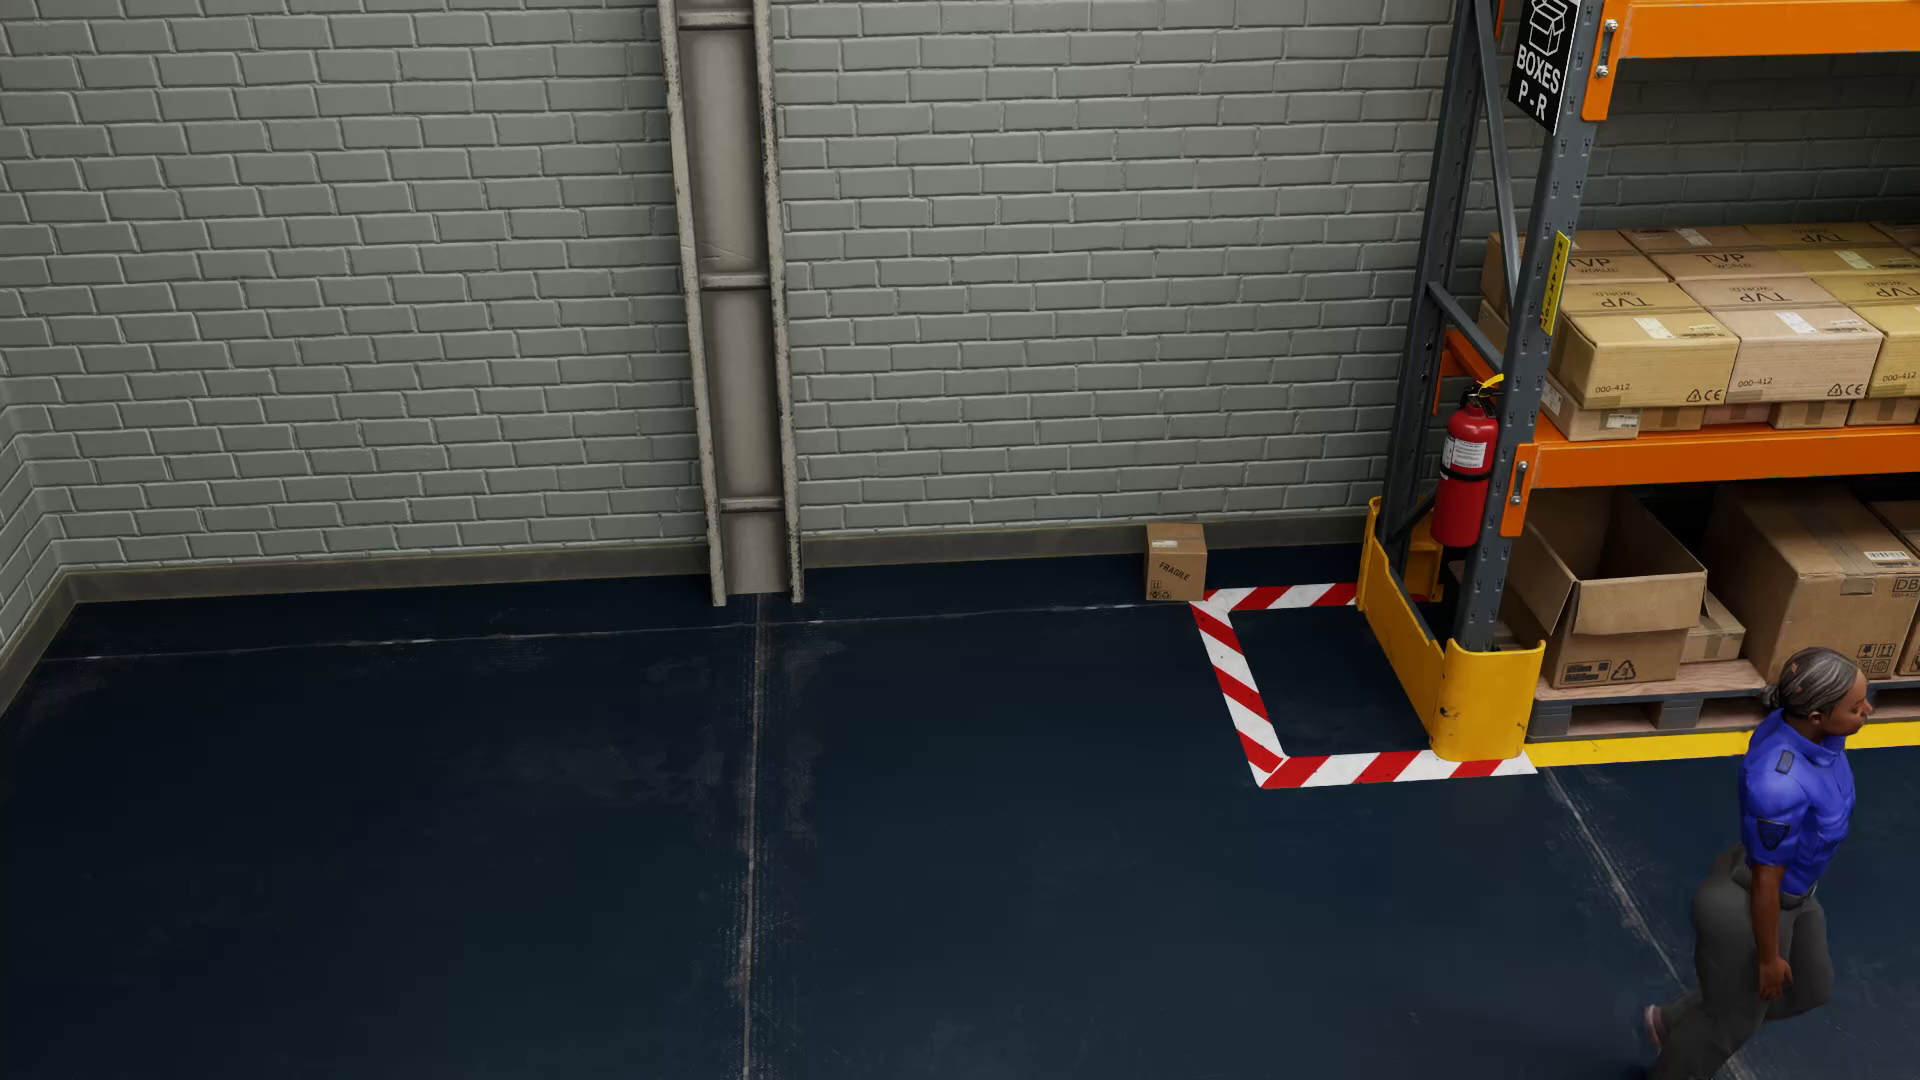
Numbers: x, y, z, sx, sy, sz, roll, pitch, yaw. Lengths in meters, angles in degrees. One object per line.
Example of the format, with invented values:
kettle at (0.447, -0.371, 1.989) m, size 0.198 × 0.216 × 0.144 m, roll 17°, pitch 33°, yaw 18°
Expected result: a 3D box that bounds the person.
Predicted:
person at (2.170, 0.999, 4.487) m, size 0.438 × 1.654 × 0.439 m, roll 21°, pitch 37°, yaw 30°
